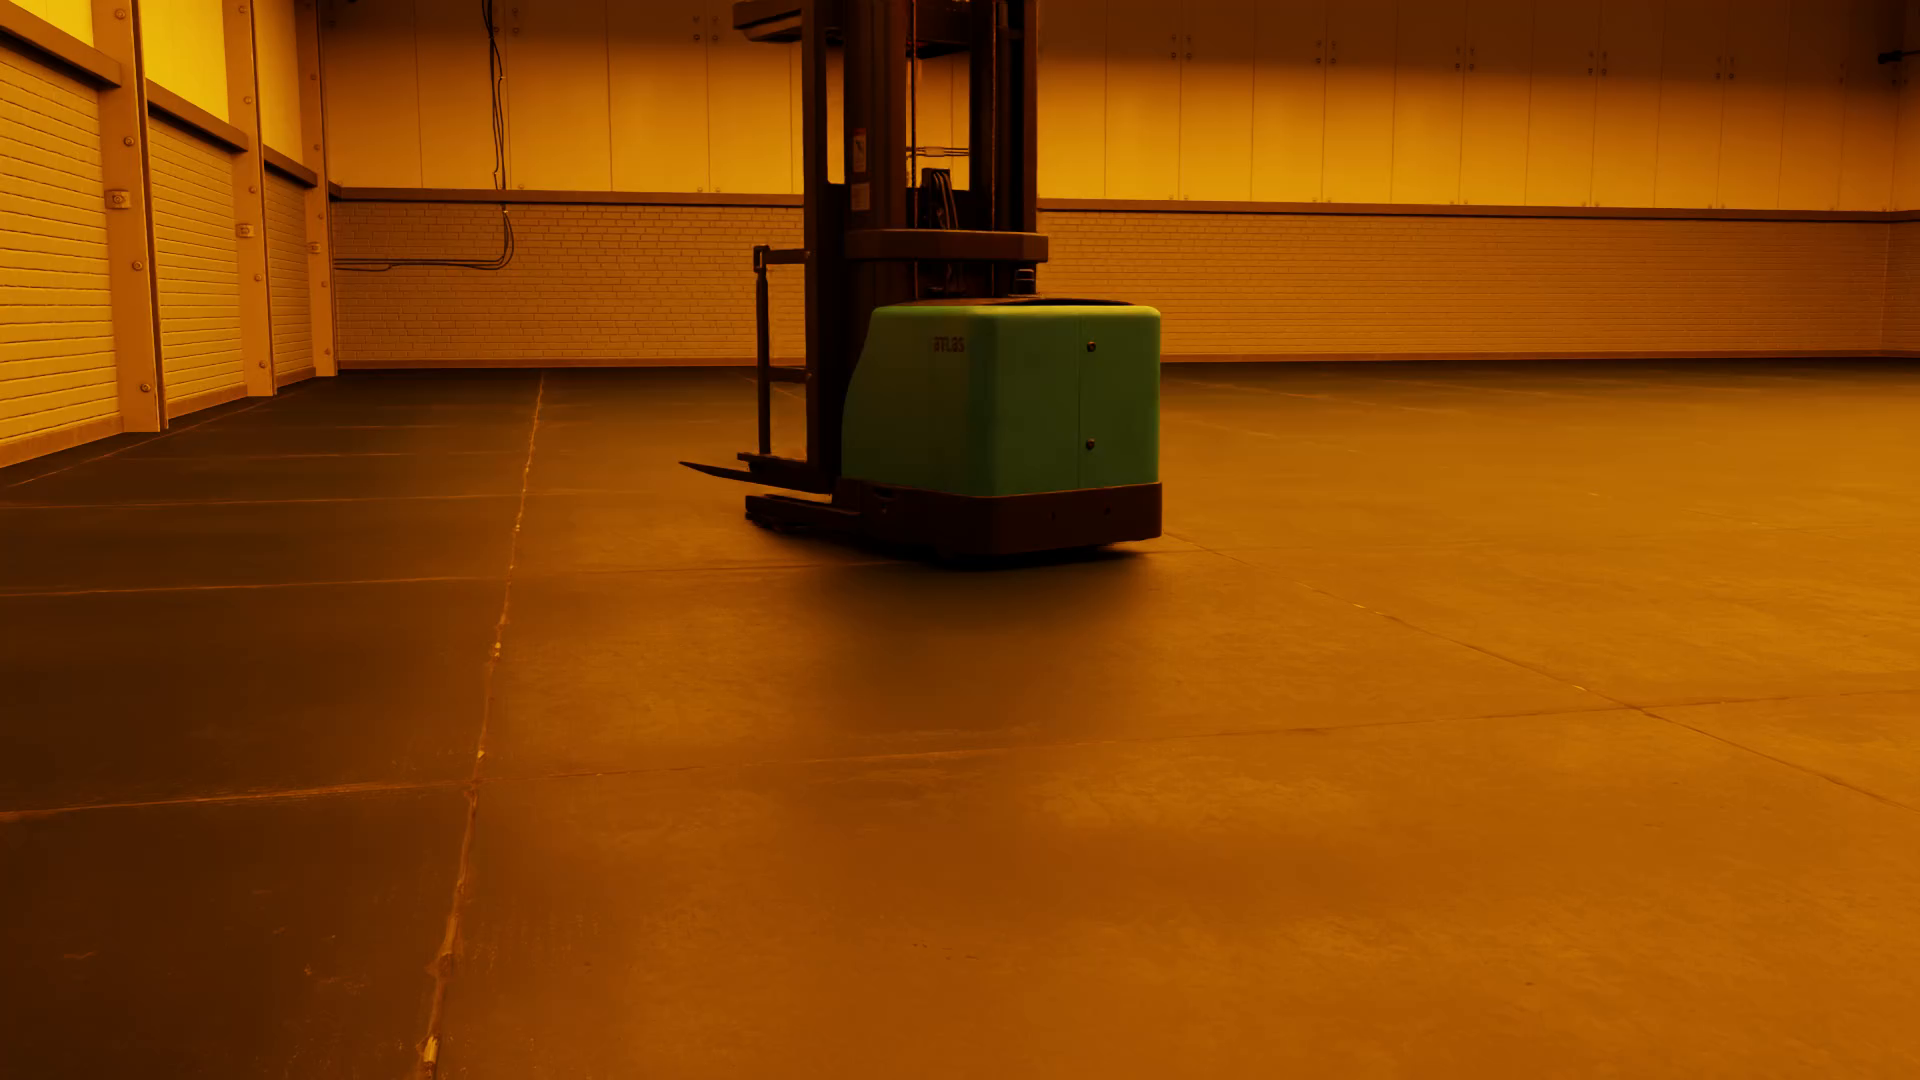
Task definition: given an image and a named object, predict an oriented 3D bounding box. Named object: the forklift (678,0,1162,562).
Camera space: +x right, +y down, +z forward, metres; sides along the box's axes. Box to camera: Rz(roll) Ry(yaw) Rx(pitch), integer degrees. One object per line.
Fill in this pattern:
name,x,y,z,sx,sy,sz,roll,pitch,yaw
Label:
forklift,-0.393,-1.522,8.010,1.130,2.935,3.031,-6,10,-36
